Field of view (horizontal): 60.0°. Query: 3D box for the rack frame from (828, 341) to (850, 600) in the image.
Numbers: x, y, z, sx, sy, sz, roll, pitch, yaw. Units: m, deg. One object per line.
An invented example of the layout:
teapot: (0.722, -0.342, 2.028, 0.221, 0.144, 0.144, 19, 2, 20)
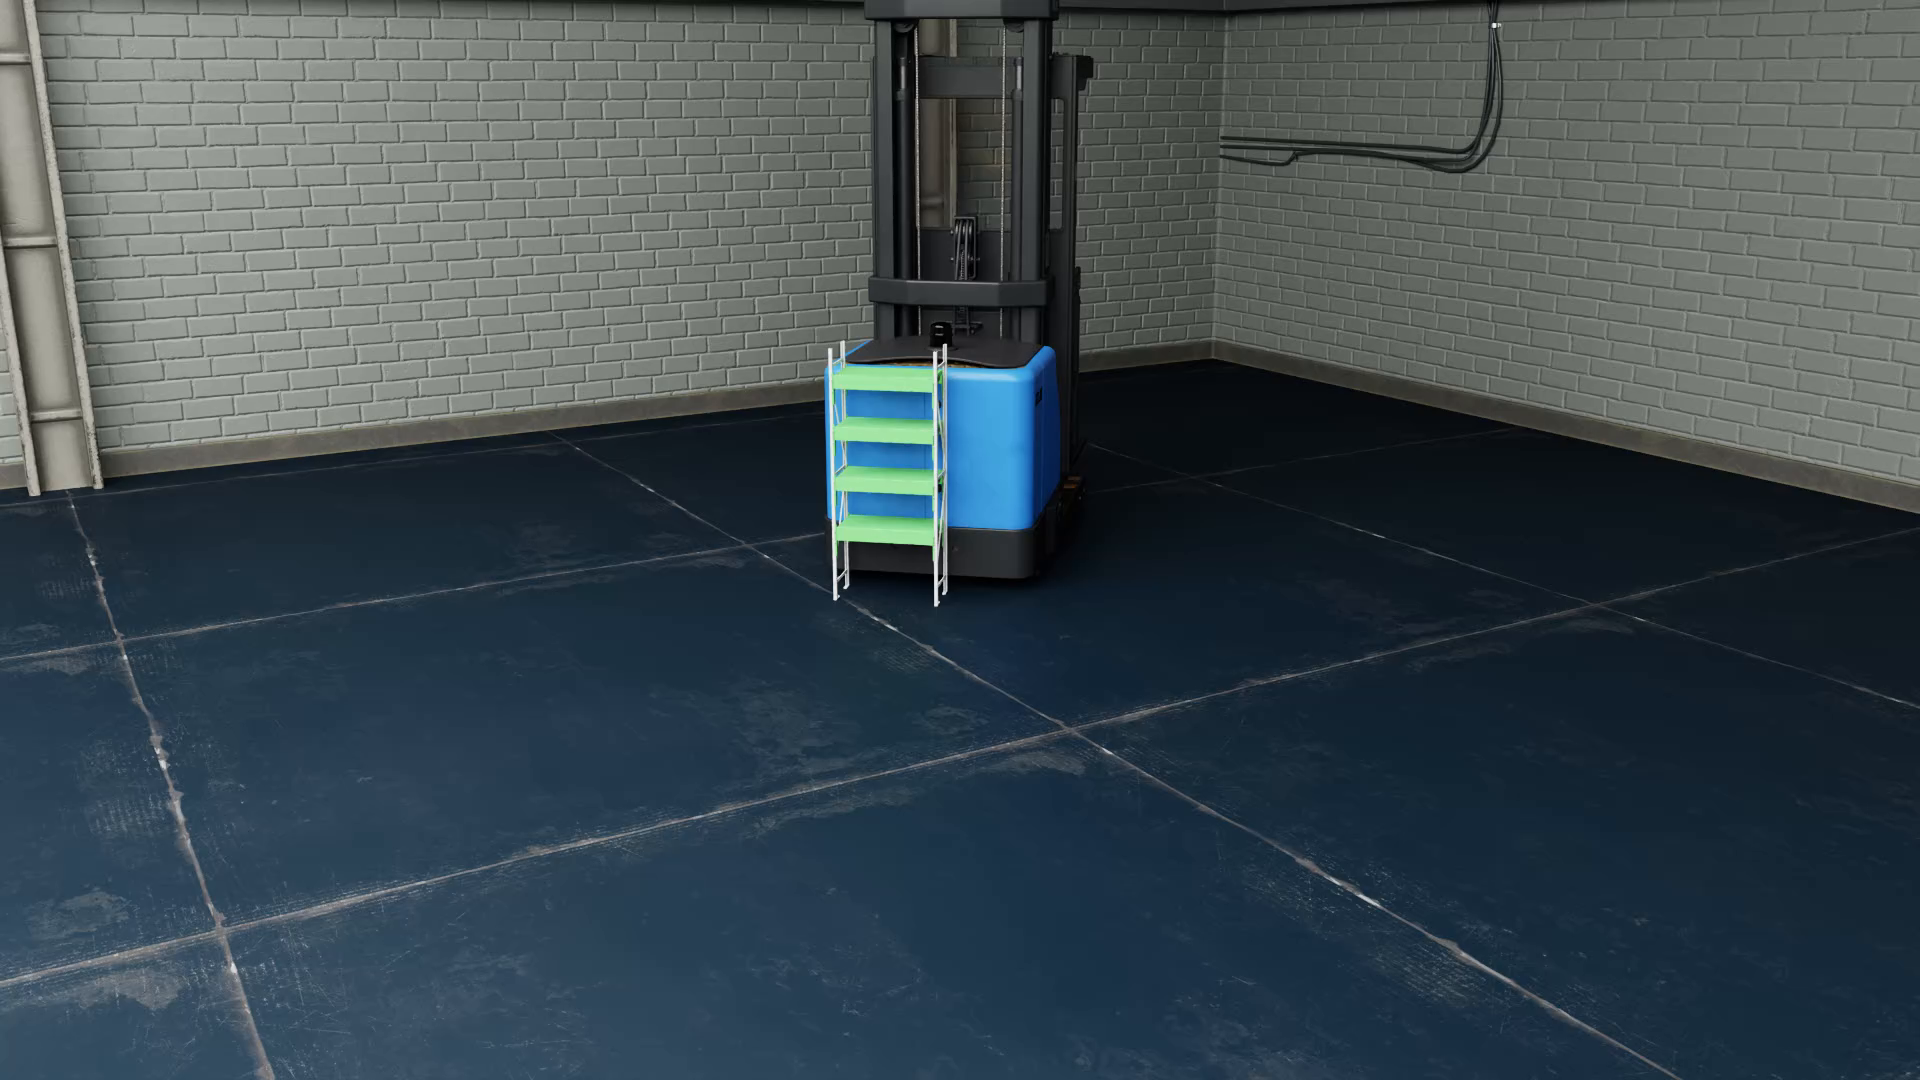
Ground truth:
rack frame: (-0.569, -0.323, 7.840, 0.015, 1.200, 0.240, 3, 16, 11)

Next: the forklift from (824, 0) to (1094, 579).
forklift: (0.120, -1.578, 9.110, 1.130, 2.935, 3.031, 3, 16, 11)

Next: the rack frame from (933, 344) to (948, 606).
rack frame: (-0.090, -0.298, 7.751, 0.015, 1.200, 0.240, 3, 16, 11)

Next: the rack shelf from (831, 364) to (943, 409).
rack shelf: (-0.329, -0.711, 7.683, 0.480, 0.148, 0.258, 3, 16, 11)

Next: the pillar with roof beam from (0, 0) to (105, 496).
pillar with roof beam: (-3.193, -3.660, 5.293, 0.400, 9.000, 9.100, -9, 18, -30)

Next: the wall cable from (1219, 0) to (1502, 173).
wall cable: (2.939, -4.098, 12.610, 0.112, 2.526, 3.097, -9, 18, -30)

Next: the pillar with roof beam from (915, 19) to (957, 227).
pillar with roof beam: (1.950, -4.494, 8.269, 0.400, 9.000, 9.100, -9, 18, -30)

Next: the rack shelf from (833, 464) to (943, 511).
rack shelf: (-0.329, -0.249, 7.813, 0.480, 0.148, 0.258, 3, 16, 11)

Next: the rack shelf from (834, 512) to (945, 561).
rack shelf: (-0.329, -0.018, 7.878, 0.480, 0.148, 0.258, 3, 16, 11)

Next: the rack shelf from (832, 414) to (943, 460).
rack shelf: (-0.329, -0.480, 7.748, 0.480, 0.148, 0.258, 3, 16, 11)

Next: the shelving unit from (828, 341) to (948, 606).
shelving unit: (-0.329, -0.311, 7.796, 0.503, 1.200, 0.258, 3, 16, 11)
